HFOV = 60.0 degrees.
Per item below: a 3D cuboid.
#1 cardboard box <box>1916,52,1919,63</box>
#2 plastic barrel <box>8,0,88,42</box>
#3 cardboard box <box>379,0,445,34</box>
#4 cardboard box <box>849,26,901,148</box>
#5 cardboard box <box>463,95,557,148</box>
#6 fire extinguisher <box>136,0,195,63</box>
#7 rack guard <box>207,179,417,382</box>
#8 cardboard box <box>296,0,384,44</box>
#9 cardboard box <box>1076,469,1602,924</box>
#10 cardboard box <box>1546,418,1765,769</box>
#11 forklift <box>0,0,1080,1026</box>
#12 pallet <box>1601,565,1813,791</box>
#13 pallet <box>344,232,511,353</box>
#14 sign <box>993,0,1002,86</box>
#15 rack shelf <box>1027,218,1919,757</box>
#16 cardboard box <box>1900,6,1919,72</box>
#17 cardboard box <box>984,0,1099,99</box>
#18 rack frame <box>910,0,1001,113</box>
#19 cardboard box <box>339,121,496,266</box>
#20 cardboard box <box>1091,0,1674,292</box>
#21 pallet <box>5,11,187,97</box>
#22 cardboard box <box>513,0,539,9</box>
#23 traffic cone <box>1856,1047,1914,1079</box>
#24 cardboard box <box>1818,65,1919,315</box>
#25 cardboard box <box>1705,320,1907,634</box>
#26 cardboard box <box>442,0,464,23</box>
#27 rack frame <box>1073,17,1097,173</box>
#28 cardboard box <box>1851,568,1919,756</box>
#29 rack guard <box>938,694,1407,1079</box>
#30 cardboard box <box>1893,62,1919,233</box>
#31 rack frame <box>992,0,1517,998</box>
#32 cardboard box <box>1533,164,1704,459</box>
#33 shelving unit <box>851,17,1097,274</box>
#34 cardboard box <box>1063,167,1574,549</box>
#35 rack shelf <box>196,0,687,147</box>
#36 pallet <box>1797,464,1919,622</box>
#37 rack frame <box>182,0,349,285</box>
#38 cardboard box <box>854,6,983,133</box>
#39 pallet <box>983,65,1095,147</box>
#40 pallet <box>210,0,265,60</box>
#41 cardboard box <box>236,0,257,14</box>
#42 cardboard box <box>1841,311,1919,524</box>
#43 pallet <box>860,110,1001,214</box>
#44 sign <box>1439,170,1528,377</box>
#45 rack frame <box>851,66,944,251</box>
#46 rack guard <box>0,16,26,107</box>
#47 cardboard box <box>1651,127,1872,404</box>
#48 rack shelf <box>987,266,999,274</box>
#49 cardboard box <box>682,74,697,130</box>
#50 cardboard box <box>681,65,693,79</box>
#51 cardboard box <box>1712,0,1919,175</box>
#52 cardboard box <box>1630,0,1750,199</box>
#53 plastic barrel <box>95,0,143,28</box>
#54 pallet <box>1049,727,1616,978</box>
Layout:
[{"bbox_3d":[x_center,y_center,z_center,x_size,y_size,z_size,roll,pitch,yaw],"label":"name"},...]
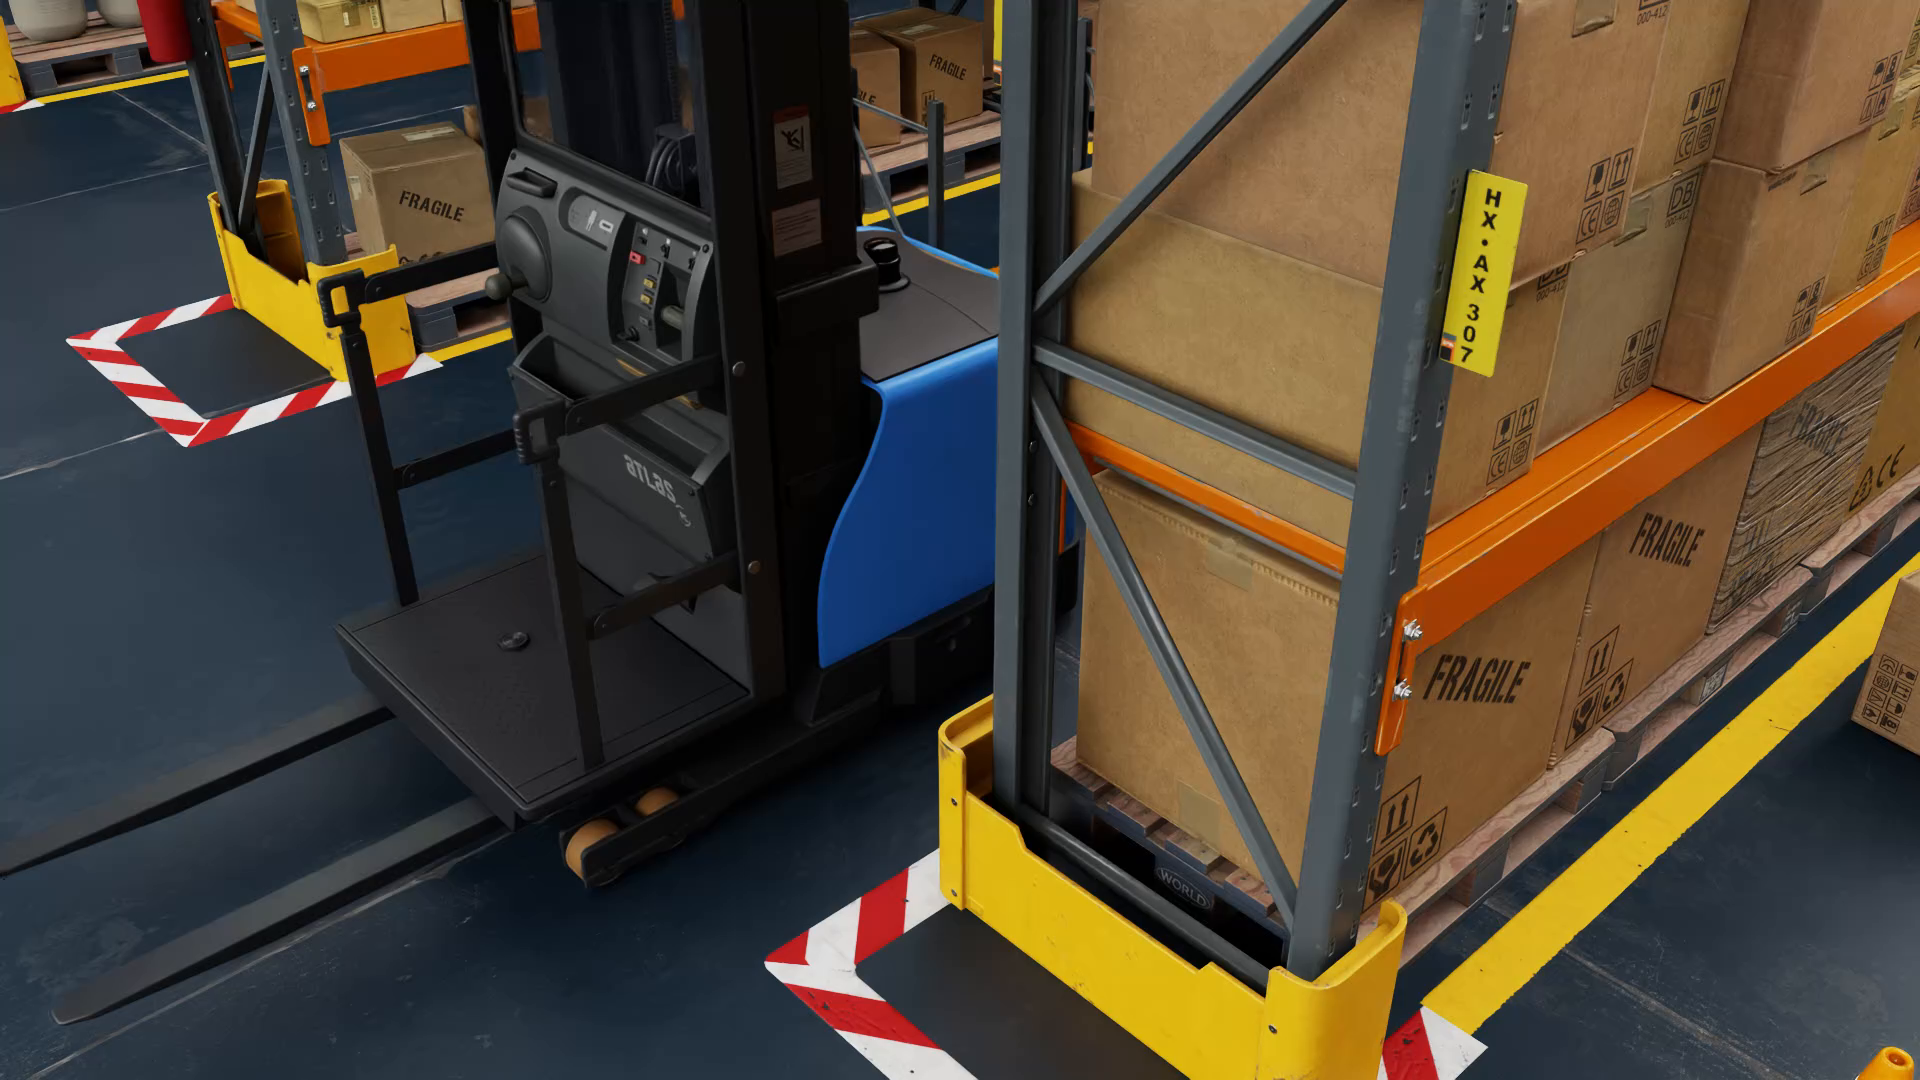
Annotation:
[{"bbox_3d":[2.287,-1.682,4.447,0.550,0.550,0.875,-26,40,-35],"label":"cardboard box"},{"bbox_3d":[-5.773,-3.443,10.488,0.421,0.512,0.421,0,31,0],"label":"plastic barrel"},{"bbox_3d":[-2.269,-2.152,6.635,0.250,0.149,0.380,-26,40,-35],"label":"cardboard box"},{"bbox_3d":[-0.639,-2.367,8.739,0.500,0.500,0.500,-13,34,-21],"label":"cardboard box"},{"bbox_3d":[-1.952,-1.721,7.683,0.500,0.500,0.500,-15,35,-23],"label":"cardboard box"},{"bbox_3d":[-3.234,-2.271,6.662,0.183,0.674,0.296,-26,40,-35],"label":"fire extinguisher"},{"bbox_3d":[-2.781,-1.129,7.116,0.348,0.500,1.175,-26,40,-35],"label":"rack guard"},{"bbox_3d":[-2.465,-2.071,6.502,0.250,0.149,0.380,-26,40,-35],"label":"cardboard box"},{"bbox_3d":[0.914,0.227,4.138,0.875,0.875,0.875,-26,40,-35],"label":"cardboard box"},{"bbox_3d":[1.558,-0.086,4.650,0.875,0.875,0.875,-27,40,-36],"label":"cardboard box"},{"bbox_3d":[-1.056,-0.668,4.034,3.031,2.935,1.130,-25,40,-35],"label":"forklift"},{"bbox_3d":[1.889,0.211,5.203,1.213,0.211,1.003,-26,40,-35],"label":"pallet"},{"bbox_3d":[-2.161,-1.280,7.641,1.213,0.211,1.003,-26,40,-35],"label":"pallet"},{"bbox_3d":[0.103,-1.042,3.242,0.005,0.325,0.100,-26,40,-35],"label":"sign"},{"bbox_3d":[1.929,-0.637,4.606,4.000,0.370,1.077,-26,40,-35],"label":"rack shelf"},{"bbox_3d":[1.904,-1.491,4.134,0.500,0.550,0.875,-26,40,-35],"label":"cardboard box"},{"bbox_3d":[0.562,-2.918,9.621,0.700,0.500,0.500,26,40,35],"label":"cardboard box"},{"bbox_3d":[0.097,-3.587,8.740,0.127,3.000,1.000,-26,40,-35],"label":"rack frame"},{"bbox_3d":[-2.367,-1.496,7.315,0.500,0.500,0.500,-18,36,-27],"label":"cardboard box"},{"bbox_3d":[0.760,-0.876,3.129,0.550,0.550,0.875,-26,40,-35],"label":"cardboard box"},{"bbox_3d":[-5.581,-3.204,10.788,1.213,0.211,1.003,-26,40,-35],"label":"pallet"},{"bbox_3d":[-1.906,-2.332,6.929,0.250,0.149,0.380,-26,40,-35],"label":"cardboard box"},{"bbox_3d":[1.817,1.202,3.340,0.334,0.463,0.336,-26,40,-35],"label":"traffic cone"},{"bbox_3d":[1.948,-1.006,4.375,0.500,0.550,0.875,-26,40,-35],"label":"cardboard box"},{"bbox_3d":[2.228,-0.409,5.177,0.875,0.875,0.875,-25,40,-35],"label":"cardboard box"},{"bbox_3d":[-2.075,-2.235,6.771,0.250,0.149,0.380,-26,40,-35],"label":"cardboard box"},{"bbox_3d":[0.587,-1.116,6.137,0.032,1.500,0.500,-22,38,-32],"label":"rack frame"},{"bbox_3d":[2.955,0.355,4.688,0.500,0.500,0.500,-19,36,-28],"label":"cardboard box"},{"bbox_3d":[0.444,0.840,3.897,0.348,0.500,1.175,-26,40,-35],"label":"rack guard"},{"bbox_3d":[2.269,-1.232,4.746,0.550,0.550,0.875,-26,40,-35],"label":"cardboard box"},{"bbox_3d":[0.462,-0.235,3.259,0.127,3.000,1.000,-26,40,-35],"label":"rack frame"},{"bbox_3d":[1.092,-0.651,3.796,0.550,0.550,0.875,-26,40,-35],"label":"cardboard box"},{"bbox_3d":[0.193,-0.956,5.875,1.083,1.500,0.587,-22,38,-32],"label":"shelving unit"},{"bbox_3d":[0.703,-0.448,3.463,0.550,0.550,0.875,-26,40,-35],"label":"cardboard box"},{"bbox_3d":[-1.370,-2.571,7.768,4.000,0.370,1.077,-26,40,-35],"label":"rack shelf"},{"bbox_3d":[2.784,-0.224,5.914,1.213,0.211,1.003,-26,40,-35],"label":"pallet"},{"bbox_3d":[-2.836,-2.168,6.420,0.127,3.000,1.000,-26,40,-35],"label":"rack frame"},{"bbox_3d":[-0.224,-2.573,9.076,0.500,0.500,0.500,-27,41,-37],"label":"cardboard box"},{"bbox_3d":[0.667,-2.674,9.920,1.213,0.211,1.003,-26,40,-35],"label":"pallet"},{"bbox_3d":[-4.687,-3.635,11.492,1.213,0.211,1.003,-26,40,-35],"label":"pallet"},{"bbox_3d":[-2.768,-2.241,6.780,0.250,0.149,0.380,-26,40,-35],"label":"cardboard box"},{"bbox_3d":[2.886,-0.730,5.703,0.875,0.875,0.875,-25,39,-35],"label":"cardboard box"},{"bbox_3d":[-0.372,-2.145,9.056,1.213,0.211,1.003,-26,40,-35],"label":"pallet"},{"bbox_3d":[0.835,-0.423,2.661,0.005,0.325,0.100,-26,40,-35],"label":"sign"},{"bbox_3d":[-0.215,-0.790,5.603,0.032,1.500,0.500,-22,38,-32],"label":"rack frame"},{"bbox_3d":[-6.180,-3.041,10.244,0.348,0.500,1.175,-26,40,-35],"label":"rack guard"},{"bbox_3d":[1.588,-0.802,4.042,0.550,0.550,0.875,-26,40,-35],"label":"cardboard box"},{"bbox_3d":[0.186,-0.799,5.964,1.000,0.185,0.538,-22,38,-32],"label":"rack shelf"},{"bbox_3d":[-1.480,-1.936,8.034,0.500,0.500,0.500,-22,38,-31],"label":"cardboard box"},{"bbox_3d":[-1.040,-2.117,8.330,0.500,0.500,0.500,25,39,35],"label":"cardboard box"},{"bbox_3d":[1.604,-1.253,3.745,0.550,0.550,0.875,-26,40,-35],"label":"cardboard box"},{"bbox_3d":[1.101,-1.107,3.506,0.550,0.550,0.875,-26,40,-35],"label":"cardboard box"},{"bbox_3d":[-5.406,-3.621,10.779,0.421,0.512,0.421,0,31,0],"label":"plastic barrel"},{"bbox_3d":[0.995,0.641,4.499,1.213,0.211,1.003,-26,40,-35],"label":"pallet"}]
